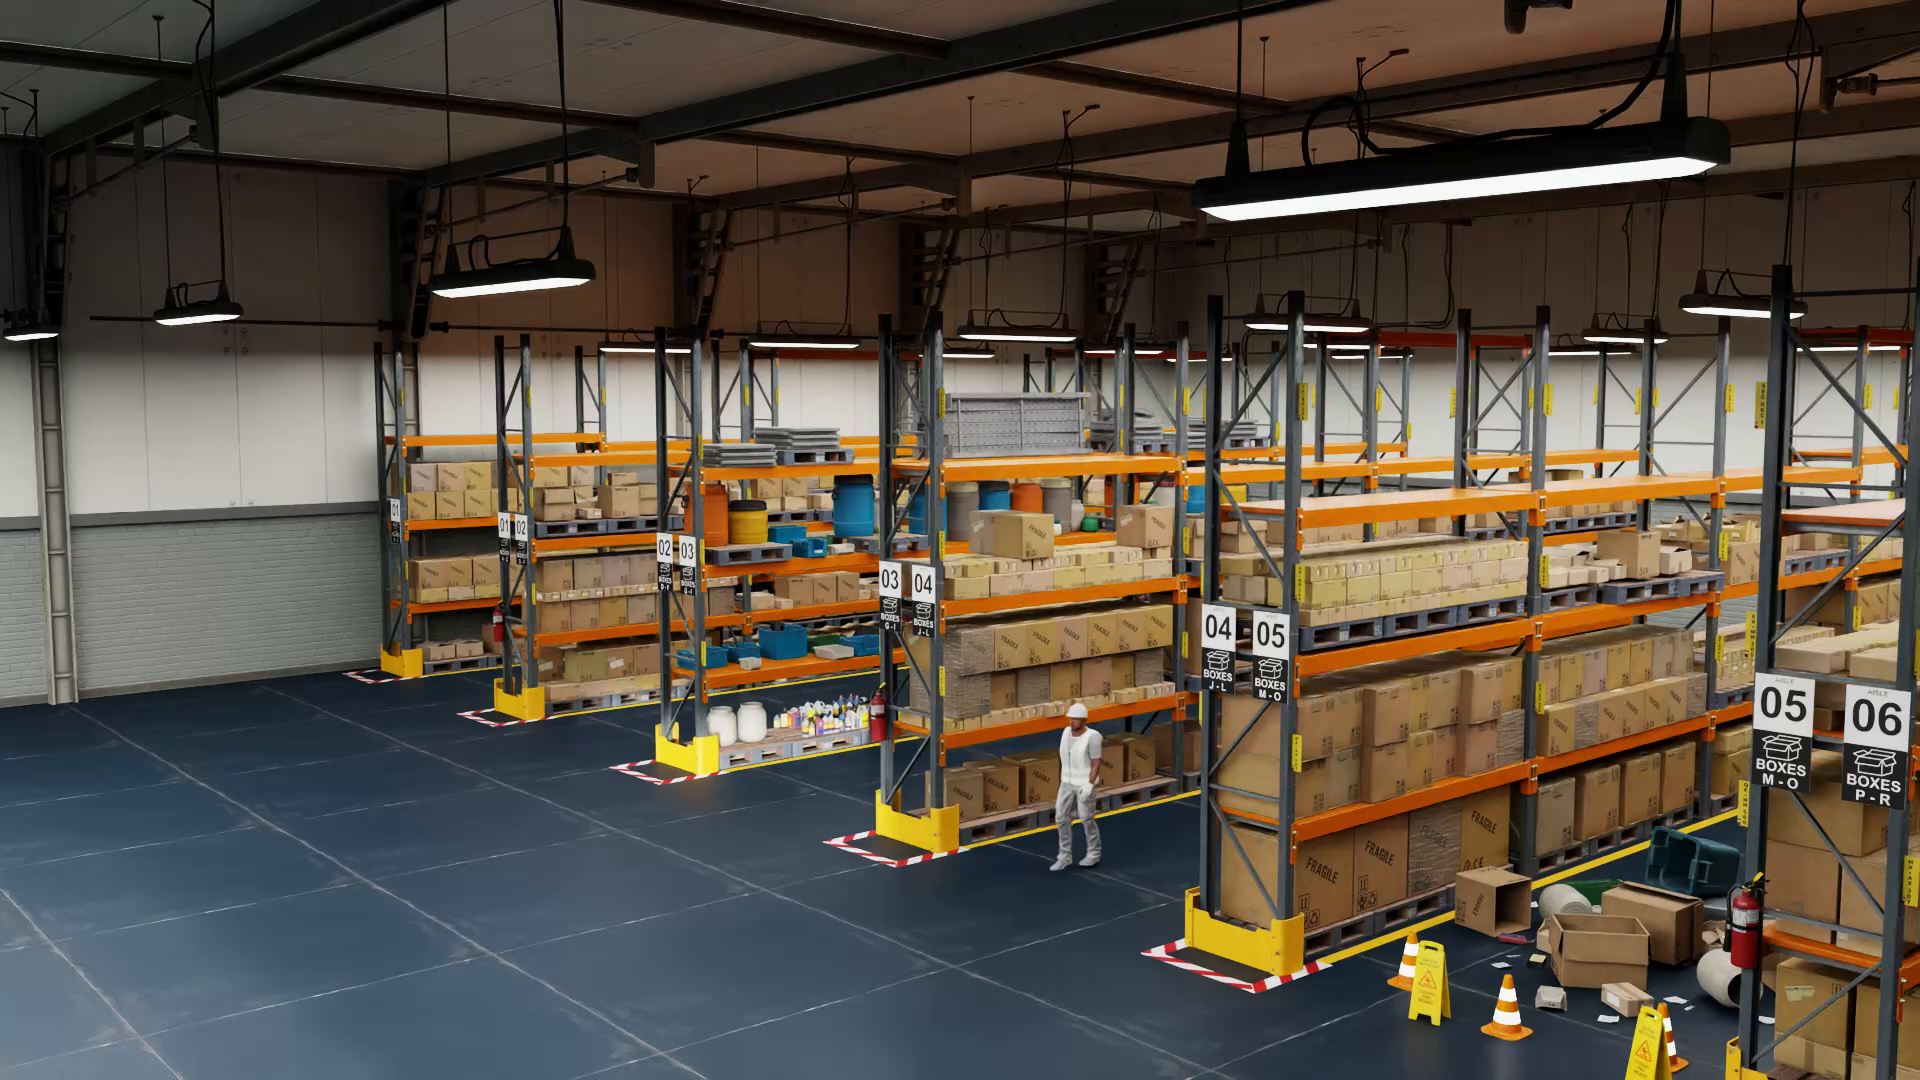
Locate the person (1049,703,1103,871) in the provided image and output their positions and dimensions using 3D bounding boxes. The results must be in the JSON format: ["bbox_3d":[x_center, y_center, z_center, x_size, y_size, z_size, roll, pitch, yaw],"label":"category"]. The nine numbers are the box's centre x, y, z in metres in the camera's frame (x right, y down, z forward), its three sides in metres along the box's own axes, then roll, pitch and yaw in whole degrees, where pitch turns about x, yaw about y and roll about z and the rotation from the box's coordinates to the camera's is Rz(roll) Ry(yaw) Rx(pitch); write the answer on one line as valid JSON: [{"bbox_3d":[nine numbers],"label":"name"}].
[{"bbox_3d":[1.255,2.661,17.909,0.564,1.826,0.613,-5,7,-45],"label":"person"}]
